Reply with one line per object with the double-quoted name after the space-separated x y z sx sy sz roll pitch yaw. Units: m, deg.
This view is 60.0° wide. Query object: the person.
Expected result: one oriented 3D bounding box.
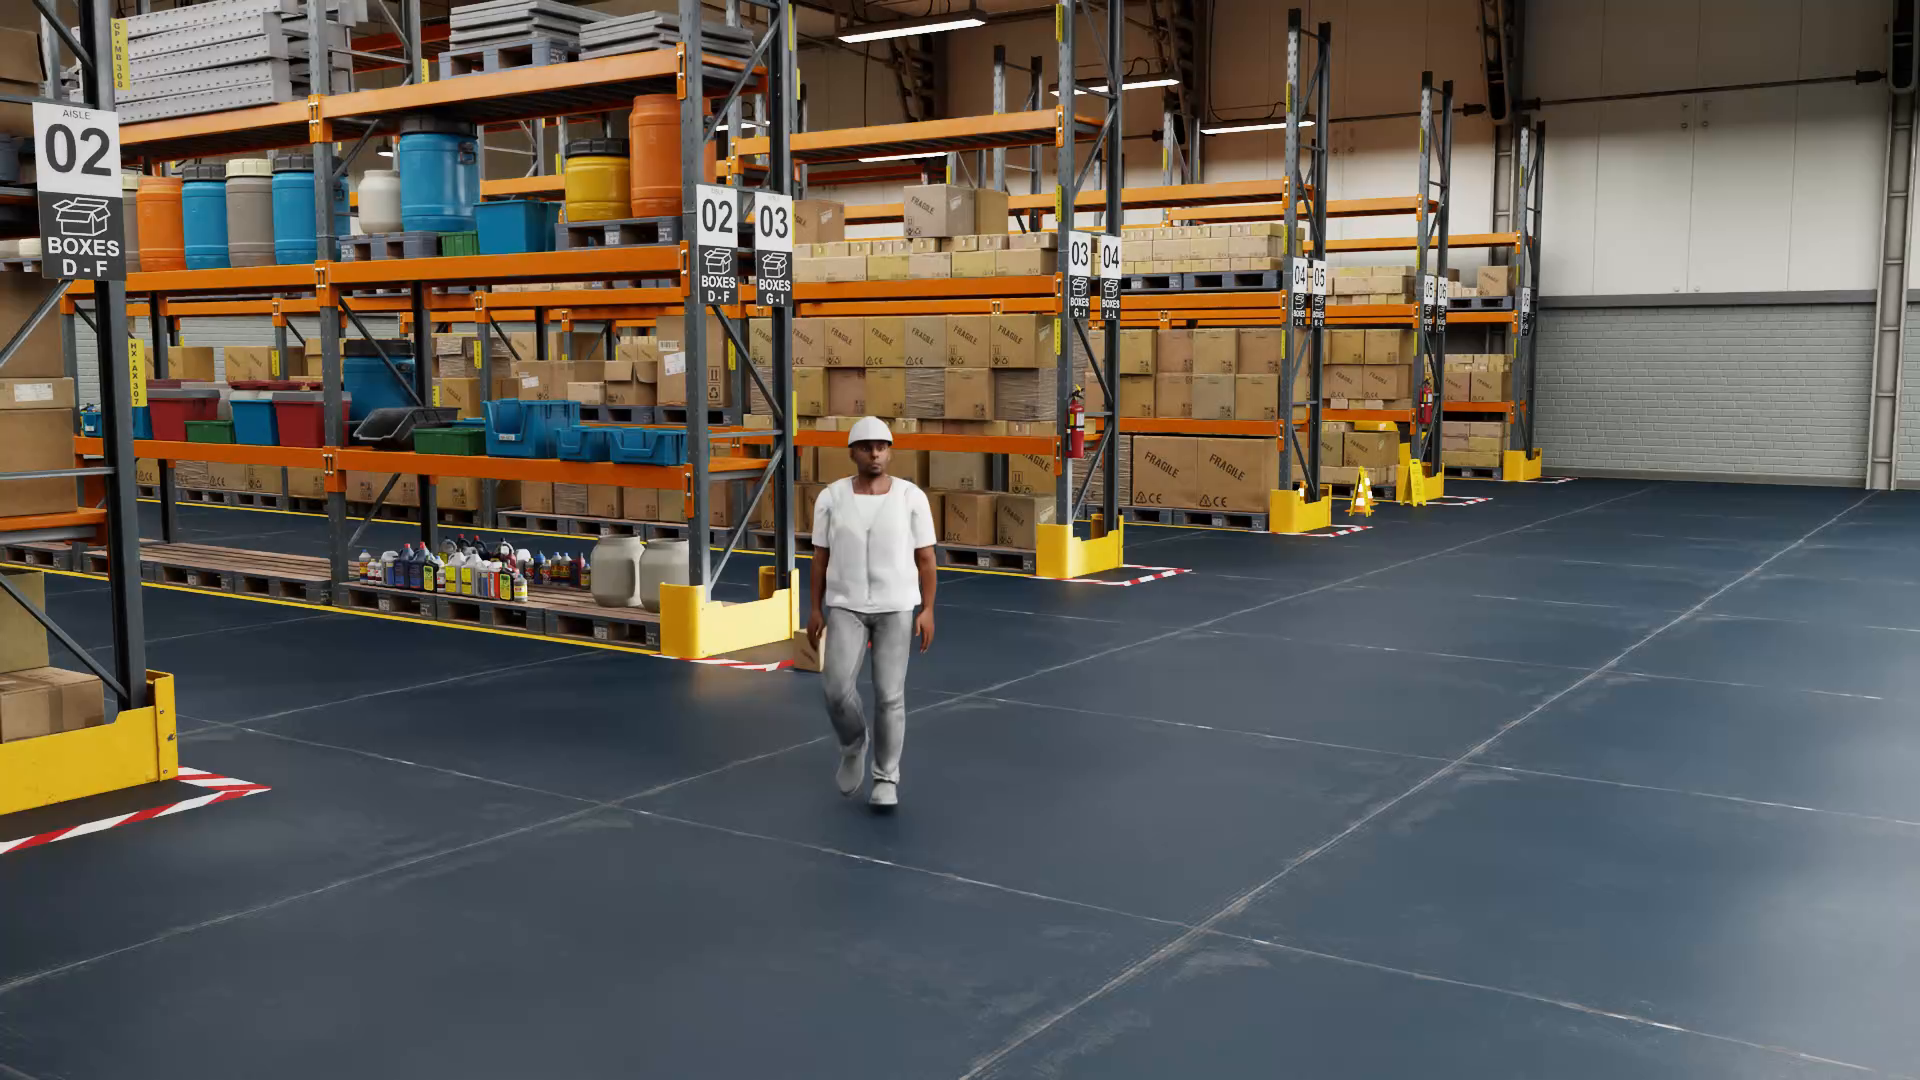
-0.402 0.321 7.509 0.597 1.754 0.481 0 6 1 "person"
